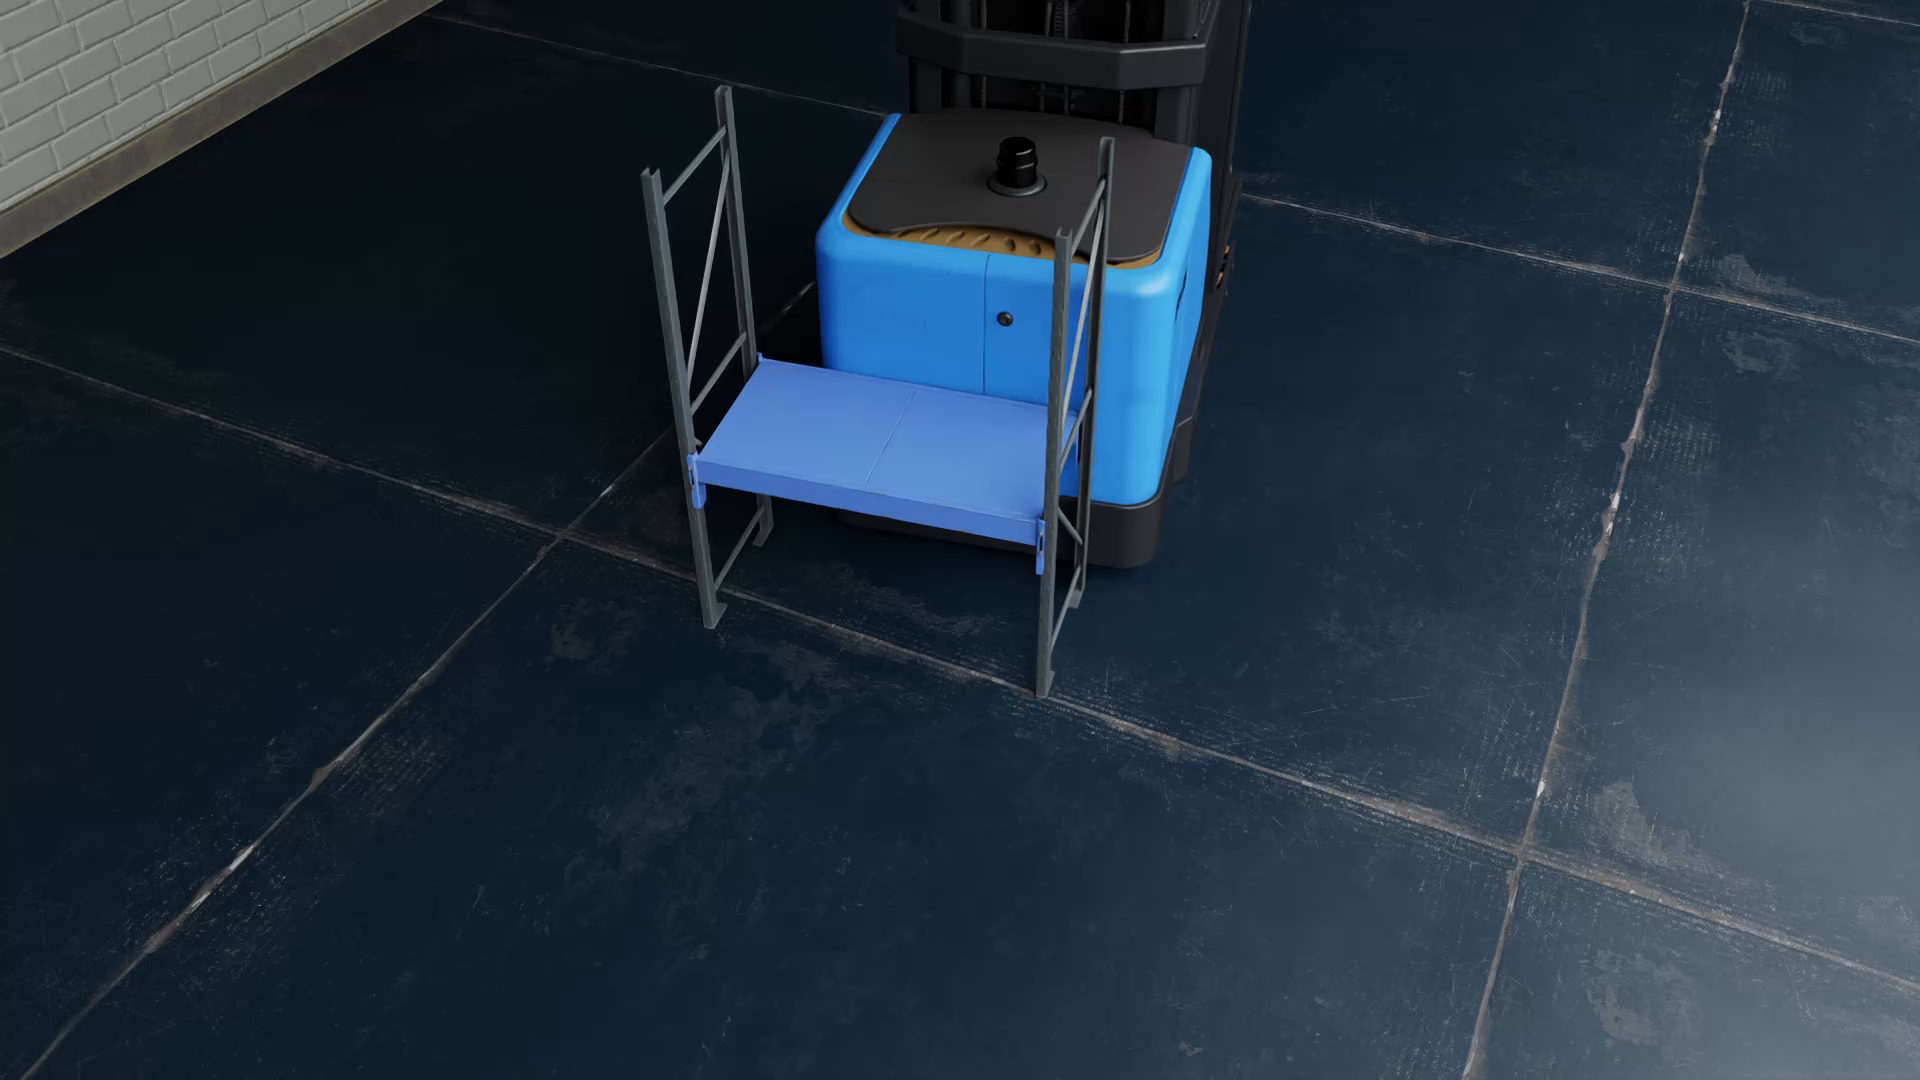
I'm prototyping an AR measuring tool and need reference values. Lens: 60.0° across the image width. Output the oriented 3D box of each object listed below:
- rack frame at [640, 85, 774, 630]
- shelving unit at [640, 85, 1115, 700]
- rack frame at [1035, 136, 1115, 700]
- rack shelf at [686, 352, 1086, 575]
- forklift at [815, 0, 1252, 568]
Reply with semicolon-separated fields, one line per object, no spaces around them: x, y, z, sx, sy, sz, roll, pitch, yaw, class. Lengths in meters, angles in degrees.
-0.678;-0.458;4.633;0.032;1.500;0.500;11;42;12;rack frame
-0.190;-0.365;4.525;1.048;1.500;0.538;11;42;12;shelving unit
0.298;-0.272;4.418;0.032;1.500;0.500;11;42;12;rack frame
-0.190;-0.229;4.643;1.000;0.185;0.538;11;42;12;rack shelf
0.429;-1.997;5.316;1.130;2.935;3.031;9;42;10;forklift
